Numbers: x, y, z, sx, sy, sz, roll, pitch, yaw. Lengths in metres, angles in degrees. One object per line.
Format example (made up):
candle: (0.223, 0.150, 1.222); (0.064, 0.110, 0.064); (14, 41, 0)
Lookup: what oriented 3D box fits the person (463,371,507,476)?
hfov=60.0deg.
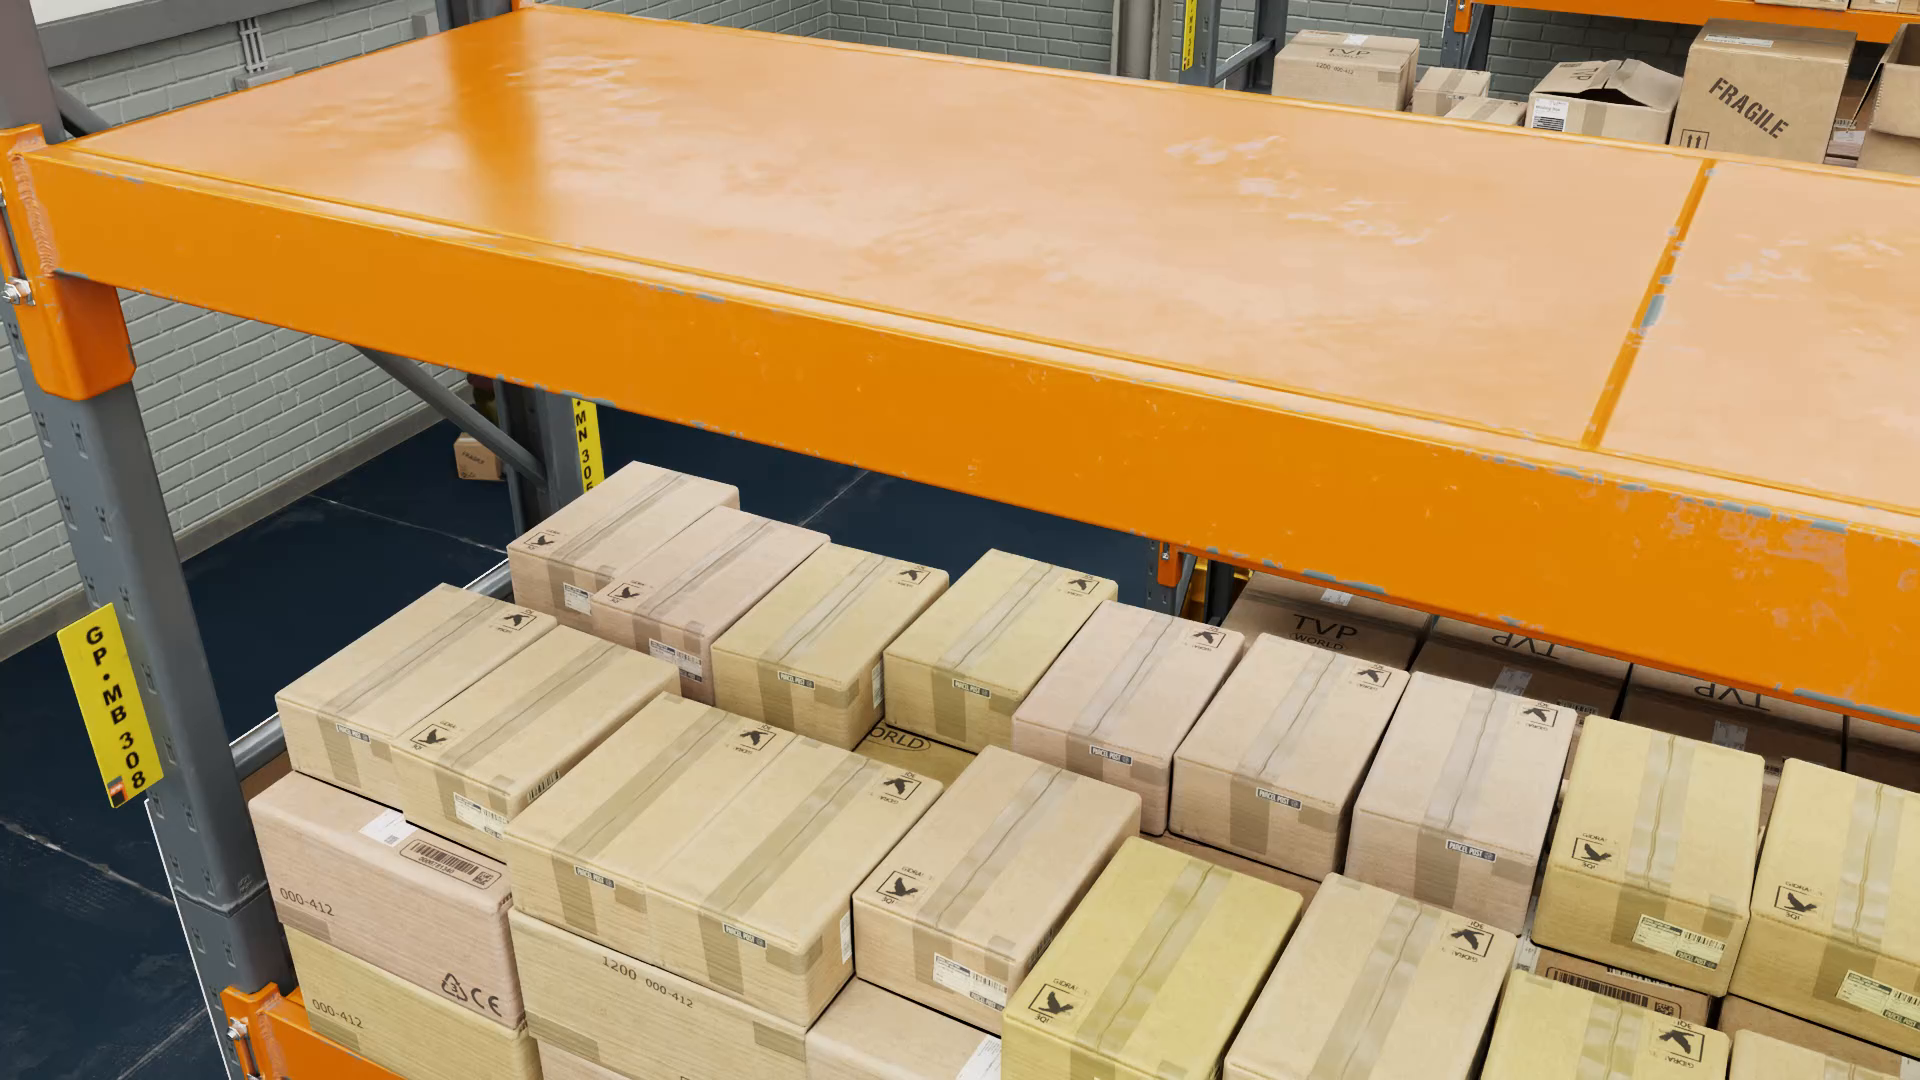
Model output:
person: (-2.879, -1.231, 10.331); (0.701, 1.764, 0.634); (21, 36, 32)
